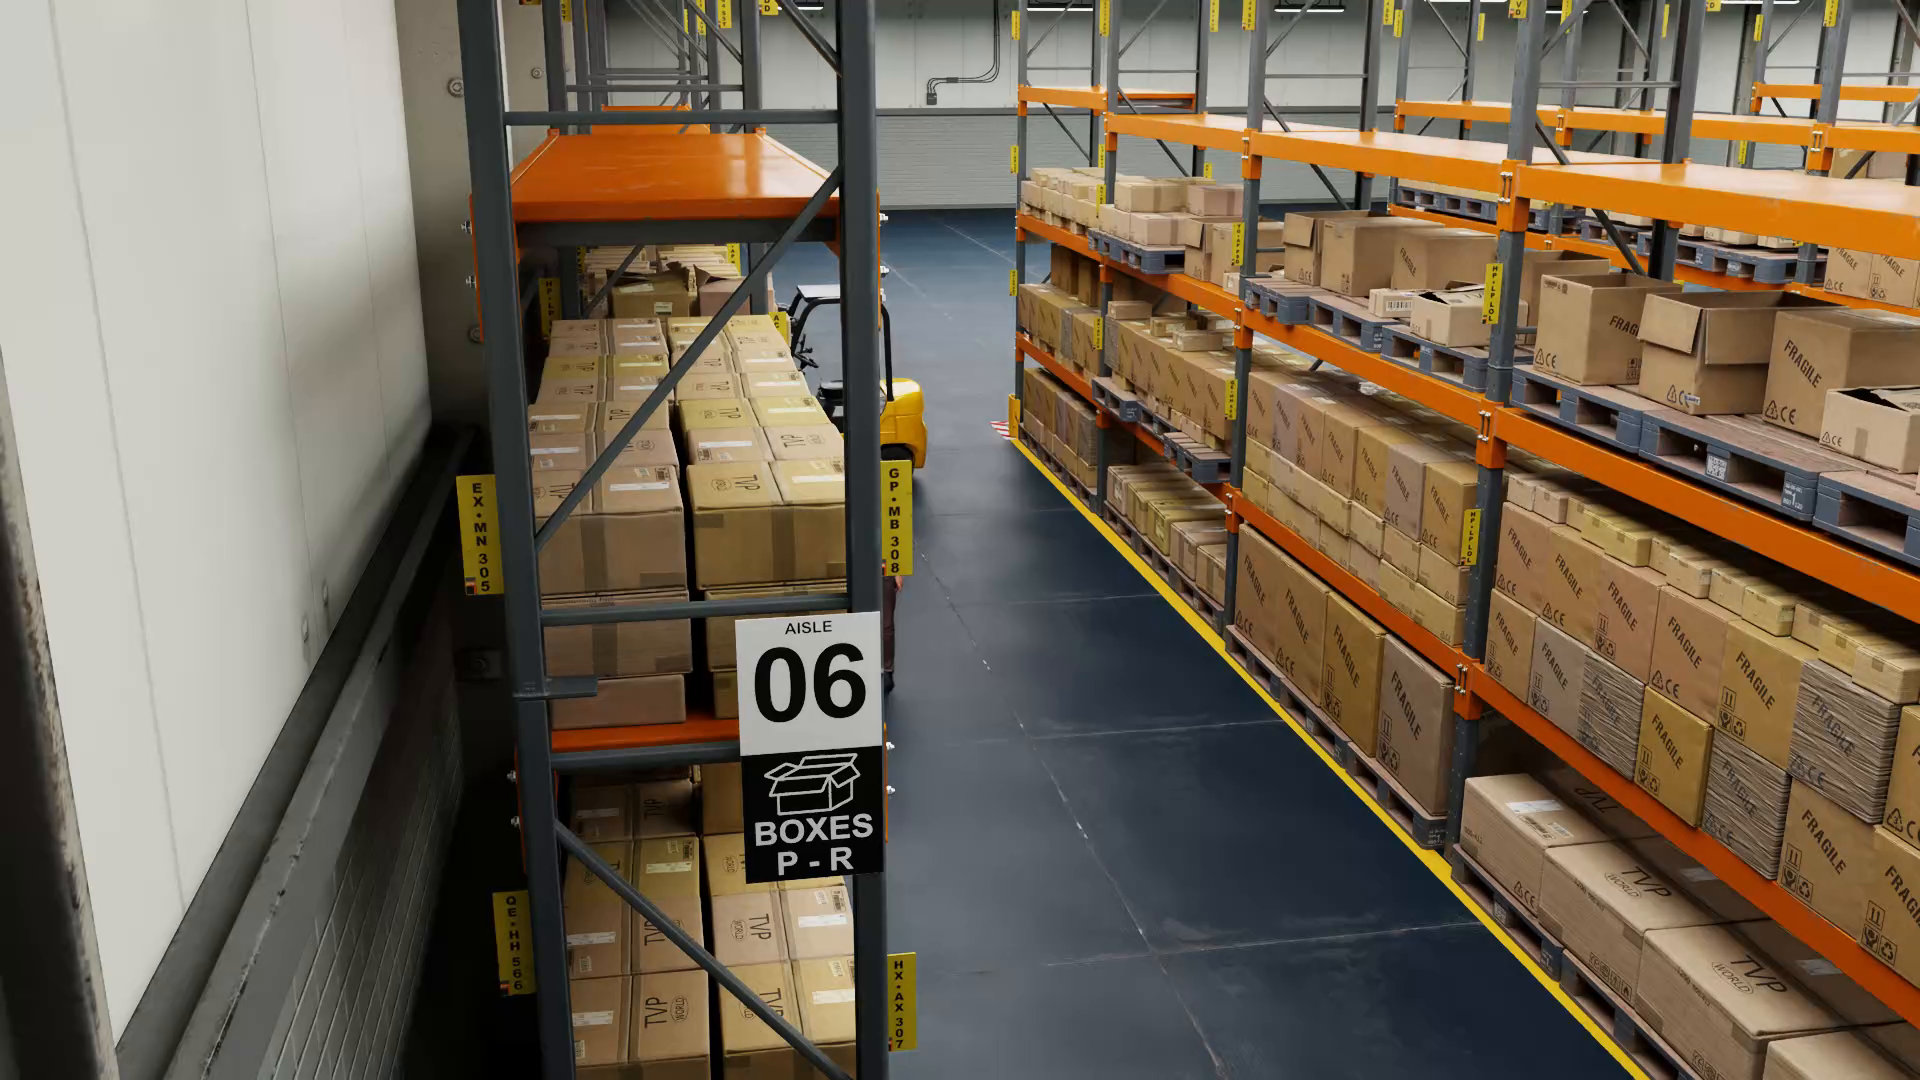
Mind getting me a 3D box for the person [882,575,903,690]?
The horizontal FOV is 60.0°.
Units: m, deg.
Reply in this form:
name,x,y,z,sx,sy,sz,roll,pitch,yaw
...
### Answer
name,x,y,z,sx,sy,sz,roll,pitch,yaw
person,-0.685,0.278,12.621,0.530,1.725,0.355,2,16,6
